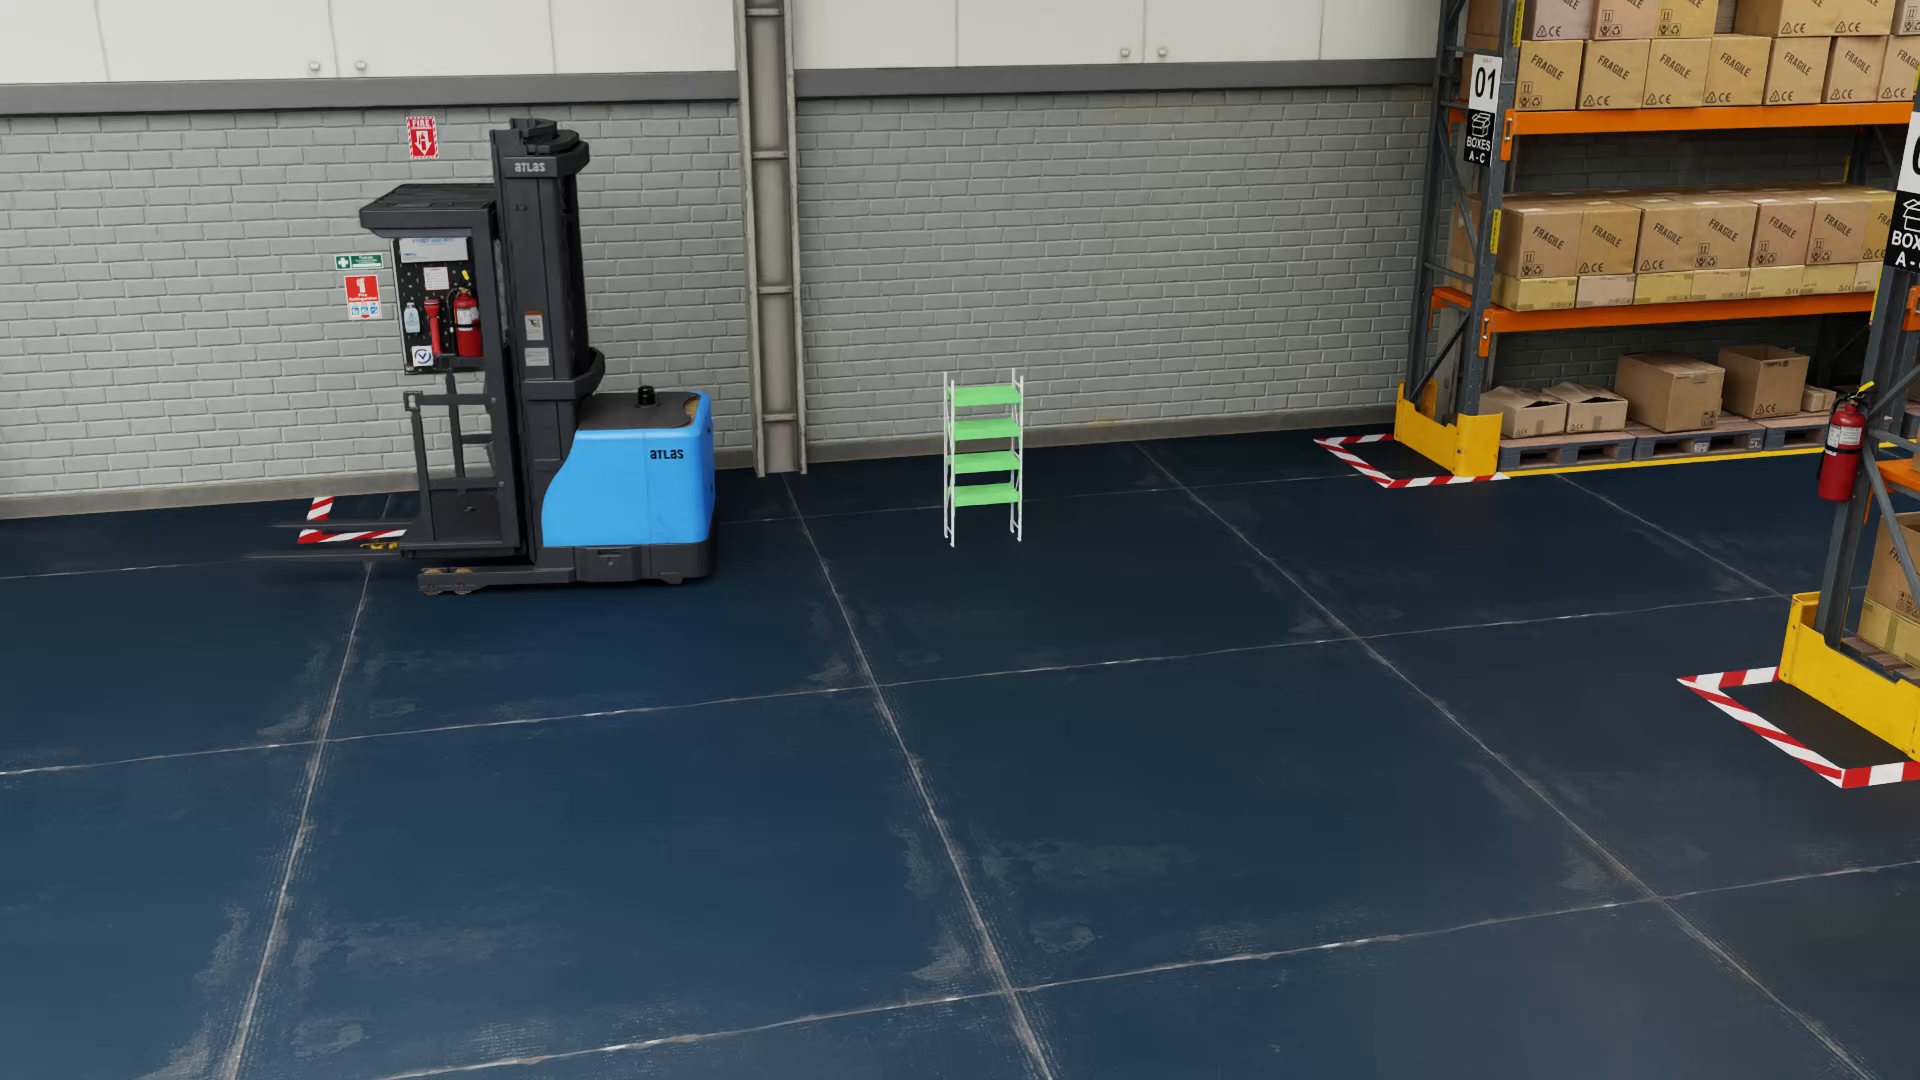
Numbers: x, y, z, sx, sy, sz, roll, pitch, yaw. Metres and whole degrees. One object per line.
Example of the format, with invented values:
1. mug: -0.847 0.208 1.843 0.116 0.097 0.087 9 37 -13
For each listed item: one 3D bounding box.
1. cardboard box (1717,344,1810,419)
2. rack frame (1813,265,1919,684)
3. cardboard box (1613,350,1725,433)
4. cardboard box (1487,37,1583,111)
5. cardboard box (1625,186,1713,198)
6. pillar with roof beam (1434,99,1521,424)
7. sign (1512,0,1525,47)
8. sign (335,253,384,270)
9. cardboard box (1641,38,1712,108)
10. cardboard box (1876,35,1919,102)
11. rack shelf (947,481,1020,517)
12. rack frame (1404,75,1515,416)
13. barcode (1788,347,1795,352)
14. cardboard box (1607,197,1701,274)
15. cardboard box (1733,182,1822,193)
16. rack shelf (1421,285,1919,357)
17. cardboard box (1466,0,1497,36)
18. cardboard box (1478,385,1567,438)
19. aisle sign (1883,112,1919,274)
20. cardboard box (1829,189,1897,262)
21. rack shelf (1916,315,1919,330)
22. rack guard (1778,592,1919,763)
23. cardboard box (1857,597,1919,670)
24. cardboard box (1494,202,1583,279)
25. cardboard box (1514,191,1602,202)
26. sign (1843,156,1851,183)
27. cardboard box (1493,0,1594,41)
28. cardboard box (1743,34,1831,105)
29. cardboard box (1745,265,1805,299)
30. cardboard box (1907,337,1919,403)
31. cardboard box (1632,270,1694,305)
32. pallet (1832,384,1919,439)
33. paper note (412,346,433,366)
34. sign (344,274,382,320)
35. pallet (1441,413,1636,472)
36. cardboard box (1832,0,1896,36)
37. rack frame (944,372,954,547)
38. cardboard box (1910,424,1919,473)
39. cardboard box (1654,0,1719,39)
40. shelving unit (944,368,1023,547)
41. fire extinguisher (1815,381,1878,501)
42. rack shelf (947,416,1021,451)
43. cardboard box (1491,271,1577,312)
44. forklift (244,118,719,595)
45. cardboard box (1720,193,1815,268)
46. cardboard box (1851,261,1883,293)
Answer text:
1. cardboard box: 6.805 -1.357 14.152 0.500 0.500 0.500 -6 21 -17
2. rack frame: 5.056 -0.445 8.668 0.127 3.000 1.000 -5 21 -12
3. cardboard box: 5.887 -1.247 13.852 0.500 0.500 0.700 -6 21 -16
4. cardboard box: 4.296 -3.510 12.501 0.500 0.500 0.500 -4 21 -11
5. cardboard box: 5.807 -2.621 13.708 0.500 0.500 0.500 -4 21 -12
6. pillar with roof beam: 5.386 -3.824 9.170 0.400 9.000 9.100 -5 21 -12
7. sign: 4.038 -3.740 12.032 0.005 0.325 0.100 -5 21 -12
8. sign: -4.413 -2.044 12.211 0.331 0.109 0.001 -5 21 -12
9. cardboard box: 5.331 -3.583 12.701 0.500 0.500 0.500 -4 20 -10
10. cardboard box: 7.369 -3.761 13.186 0.500 0.500 0.500 -4 21 -11
11. rack shelf: 0.161 -0.291 11.749 0.480 0.148 0.258 -5 21 -12
12. rack frame: 3.913 -2.103 13.194 0.127 3.000 1.000 -5 21 -12
13. barcode: 7.225 -1.640 14.460 0.075 0.075 0.001 -5 21 -12
14. cardboard box: 5.434 -2.406 13.120 0.500 0.500 0.500 -5 21 -14
15. cardboard box: 6.796 -2.704 13.933 0.500 0.500 0.500 -5 21 -13
16. rack shelf: 5.859 -1.923 13.750 4.000 0.370 1.077 -5 21 -12
17. cardboard box: 4.272 -4.159 12.818 0.500 0.500 0.500 -4 20 -10
18. cardboard box: 4.607 -1.072 13.648 0.500 0.311 0.500 -7 21 -19
19. aisle sign: 4.925 -1.759 8.475 0.004 0.787 0.394 -5 21 -12
20. cardboard box: 7.417 -2.570 13.567 0.500 0.500 0.500 -5 21 -13
21. rack shelf: 9.752 -2.240 14.614 4.000 0.370 1.077 -5 21 -12
22. rack guard: 5.033 0.731 9.093 0.348 0.500 1.175 -5 21 -12
23. cardboard box: 5.510 0.508 9.455 0.500 0.250 0.500 -5 21 -12
24. cardboard box: 4.447 -2.331 12.916 0.500 0.500 0.500 -5 21 -12
25. cardboard box: 4.815 -2.539 13.483 0.500 0.500 0.500 -4 21 -12
26. sign: 7.674 -3.149 14.366 0.005 0.325 0.100 -5 21 -12
27. cardboard box: 4.344 -3.986 12.347 0.500 0.500 0.500 -6 21 -16
28. cardboard box: 6.345 -3.669 12.935 0.500 0.500 0.500 -5 21 -15
29. cardboard box: 6.442 -2.138 13.479 0.500 0.250 0.500 -5 21 -13
30. cardboard box: 8.518 -1.516 14.587 0.500 0.500 0.700 -4 20 -11
31. cardboard box: 5.460 -2.058 13.262 0.500 0.250 0.500 -5 21 -13
32. pallet: 8.563 -1.172 14.708 1.213 0.211 1.003 -5 21 -12
33. paper note: -4.046 -1.386 12.517 0.142 0.148 0.016 -5 21 -12
34. sign: -4.419 -1.798 12.309 0.234 0.329 0.001 -5 21 -12
35. pallet: 4.786 -0.852 13.833 1.213 0.211 1.003 -5 21 -12
36. cardboard box: 6.847 -4.176 12.865 0.500 0.500 0.500 -4 20 -10
37. rack frame: -0.076 -0.557 11.591 0.015 1.200 0.240 -5 21 -12
38. cardboard box: 5.514 -0.525 8.740 0.500 0.500 0.700 -5 21 -12
39. cardboard box: 5.340 -4.053 12.530 0.500 0.500 0.500 -4 21 -11
40. shelving unit: 0.161 -0.576 11.644 0.503 1.200 0.258 -5 21 -12
41. fire extinguisher: 4.835 -0.555 9.081 0.183 0.674 0.296 -5 21 -12
42. rack shelf: 0.161 -0.742 11.583 0.480 0.148 0.258 -5 21 -12
43. cardboard box: 4.461 -1.974 13.032 0.500 0.250 0.500 -5 21 -14
44. forklift: -3.191 -1.206 10.844 3.031 2.935 1.130 -1 20 -4
45. cardboard box: 6.440 -2.492 13.355 0.500 0.500 0.500 -5 21 -14
46. cardboard box: 7.414 -2.219 13.702 0.500 0.250 0.500 -5 21 -12
